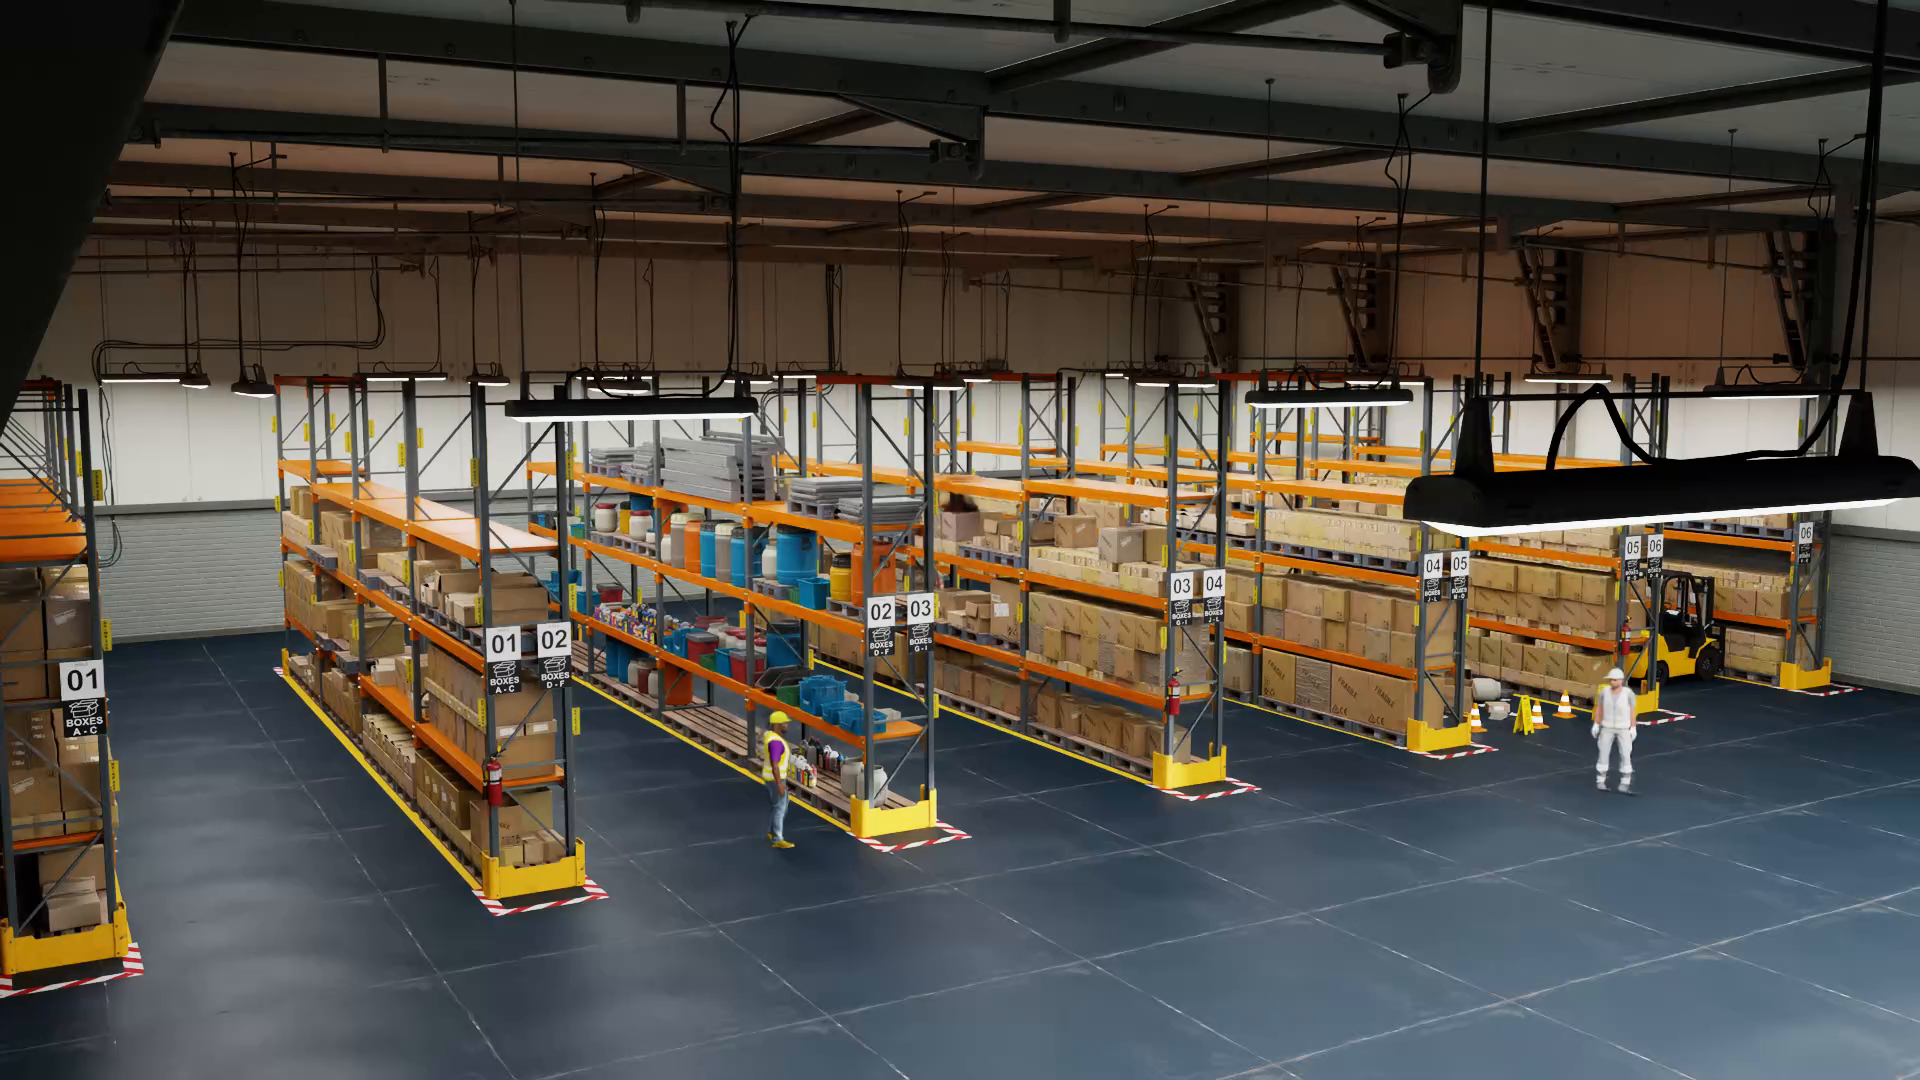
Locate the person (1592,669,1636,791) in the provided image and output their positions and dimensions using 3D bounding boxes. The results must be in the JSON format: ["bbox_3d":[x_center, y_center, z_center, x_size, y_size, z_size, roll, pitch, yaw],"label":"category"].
[{"bbox_3d":[9.575,2.770,24.353,0.613,1.792,0.430,3,7,24],"label":"person"}]

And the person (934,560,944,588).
[{"bbox_3d":[-0.596,1.273,38.102,0.548,1.729,1.060,-4,7,-32],"label":"person"}]

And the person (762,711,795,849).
[{"bbox_3d":[-2.368,3.129,21.606,0.403,1.829,0.651,-1,6,-8],"label":"person"}]
